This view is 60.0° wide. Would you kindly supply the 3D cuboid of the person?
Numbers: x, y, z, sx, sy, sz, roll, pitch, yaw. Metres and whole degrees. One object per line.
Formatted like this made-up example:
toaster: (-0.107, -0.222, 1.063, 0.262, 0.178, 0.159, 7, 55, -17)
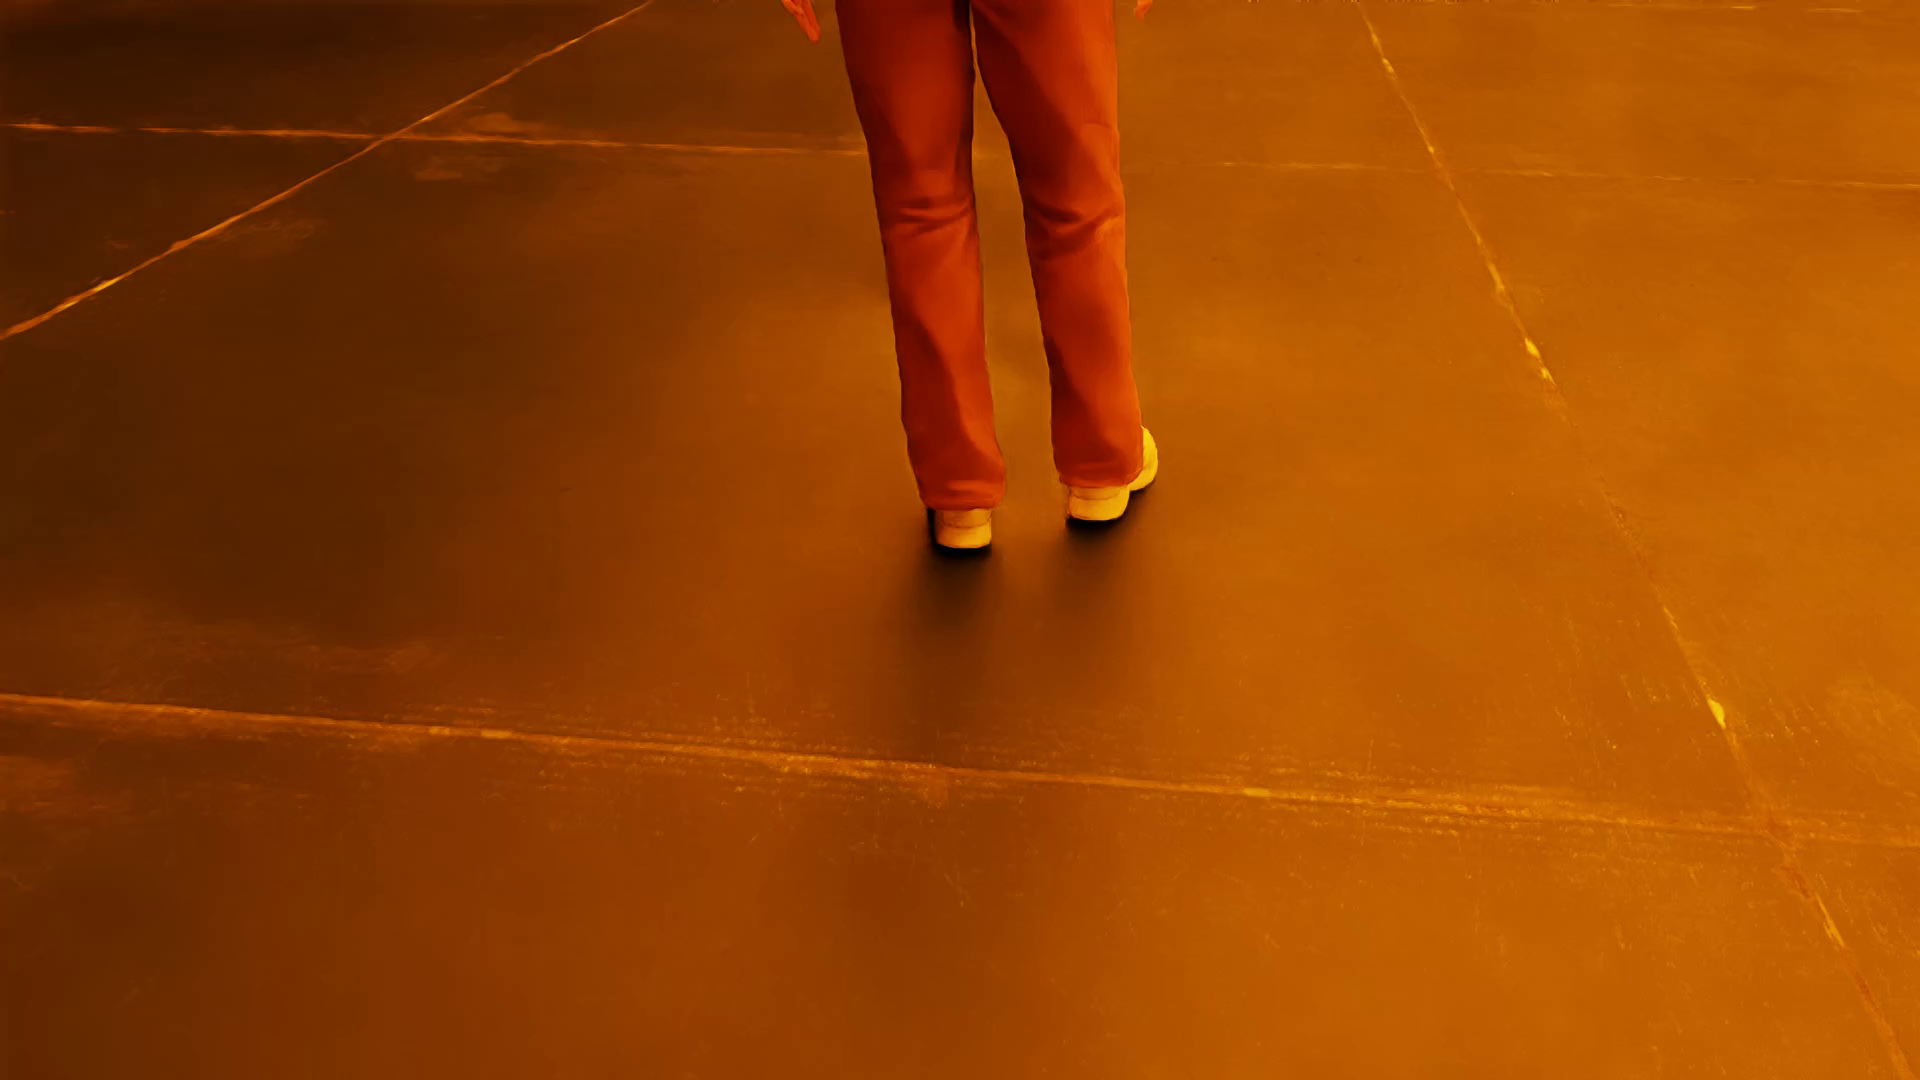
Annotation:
person: (0.021, -0.785, 2.189, 0.554, 1.662, 0.548, 3, 27, 7)
